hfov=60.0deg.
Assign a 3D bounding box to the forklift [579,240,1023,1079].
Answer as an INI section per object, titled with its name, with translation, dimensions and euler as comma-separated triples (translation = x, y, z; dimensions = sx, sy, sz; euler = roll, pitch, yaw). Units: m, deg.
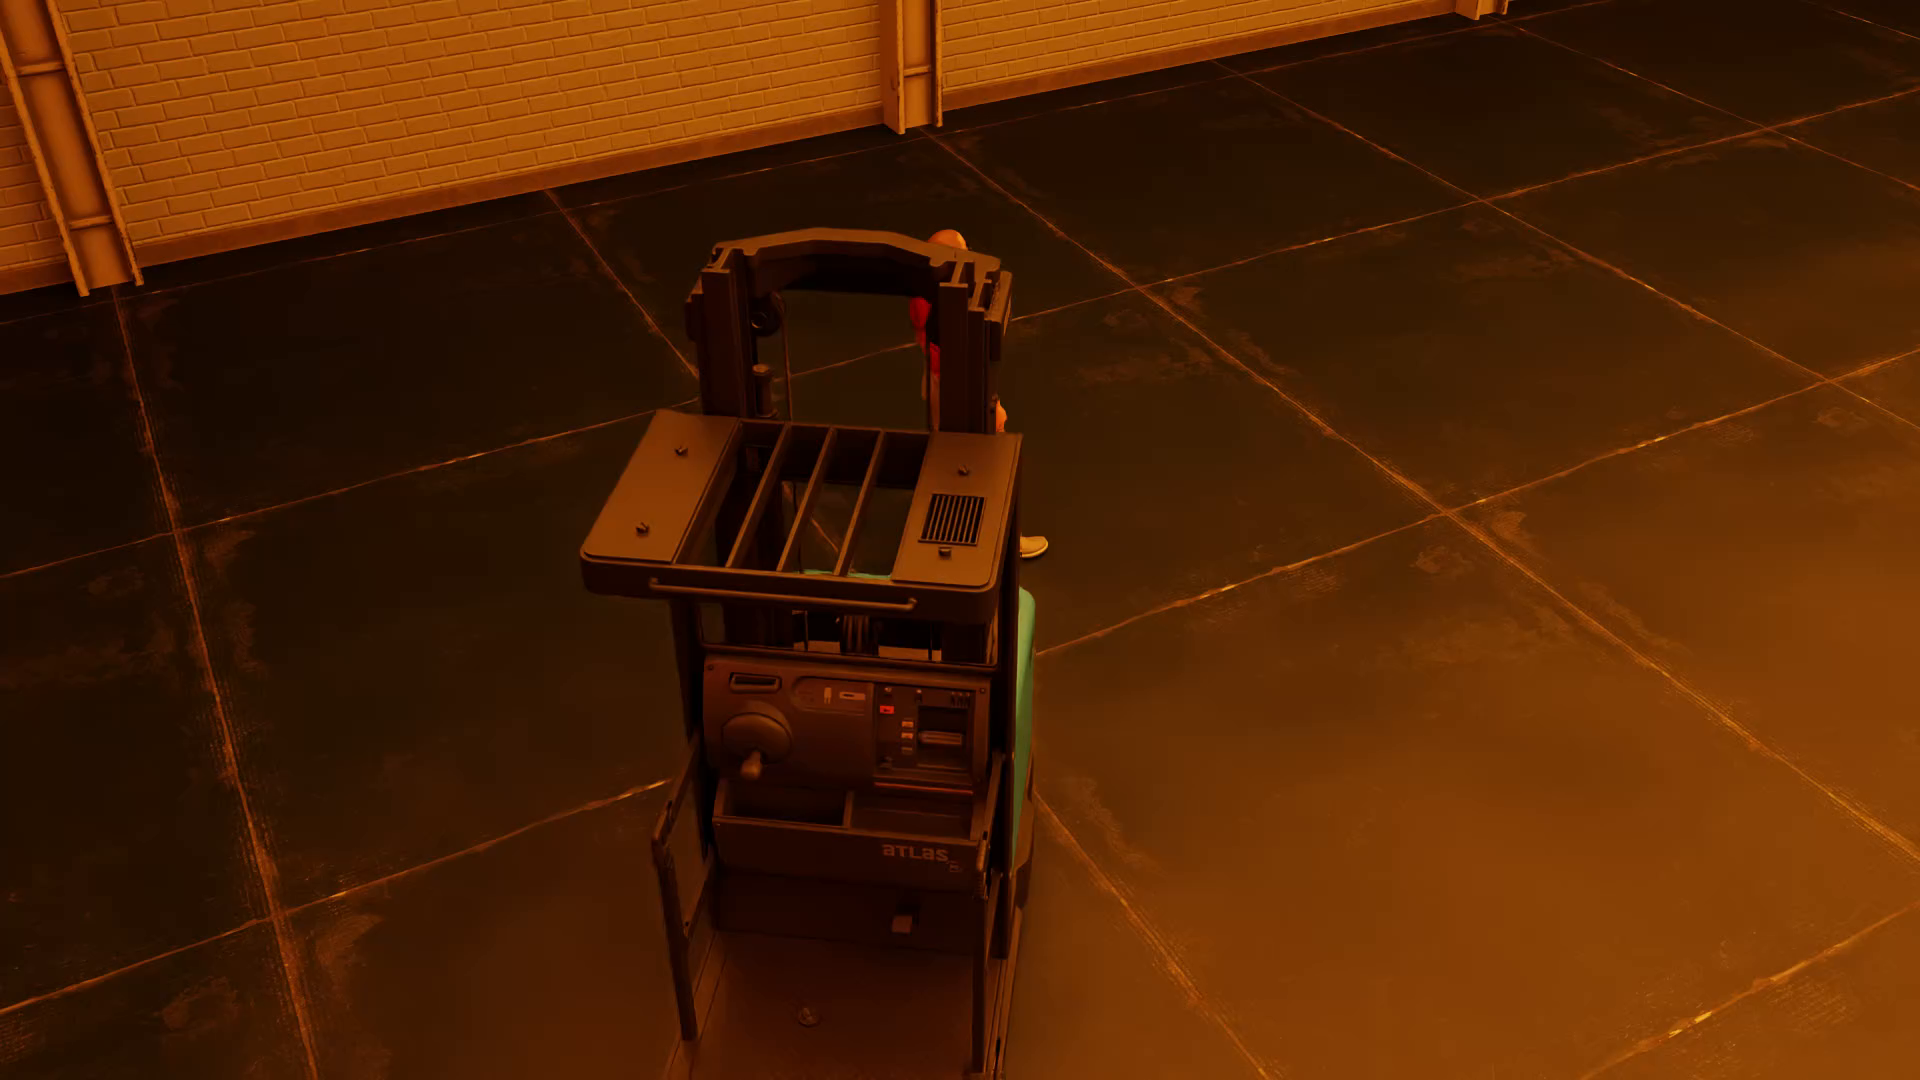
[forklift]
translation = -0.399, 0.734, 5.141
dimensions = 1.101, 2.867, 2.884
euler = 4, 35, 6
